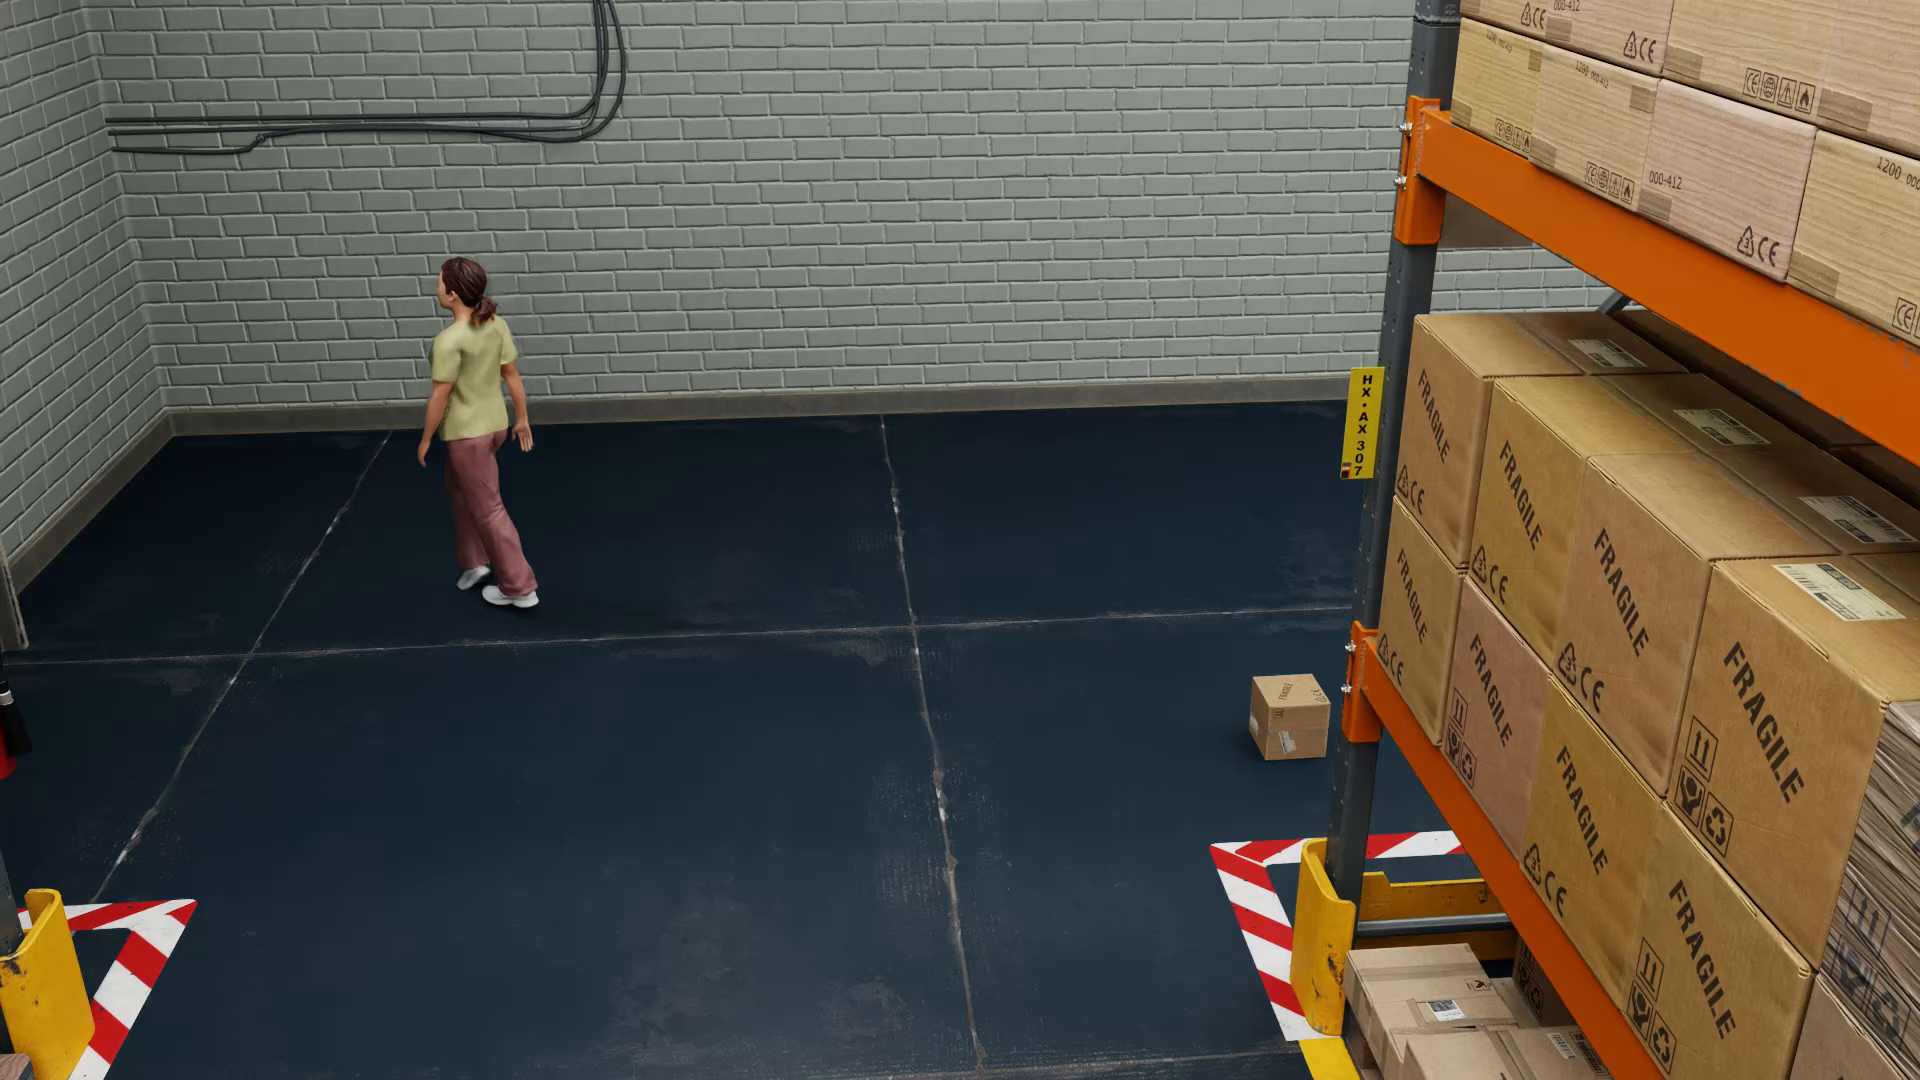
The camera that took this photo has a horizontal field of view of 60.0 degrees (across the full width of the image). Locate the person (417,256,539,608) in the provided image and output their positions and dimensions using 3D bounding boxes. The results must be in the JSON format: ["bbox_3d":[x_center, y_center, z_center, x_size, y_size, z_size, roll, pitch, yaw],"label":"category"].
[{"bbox_3d":[-2.257,-0.455,7.659,0.579,1.722,0.489,9,25,19],"label":"person"}]
